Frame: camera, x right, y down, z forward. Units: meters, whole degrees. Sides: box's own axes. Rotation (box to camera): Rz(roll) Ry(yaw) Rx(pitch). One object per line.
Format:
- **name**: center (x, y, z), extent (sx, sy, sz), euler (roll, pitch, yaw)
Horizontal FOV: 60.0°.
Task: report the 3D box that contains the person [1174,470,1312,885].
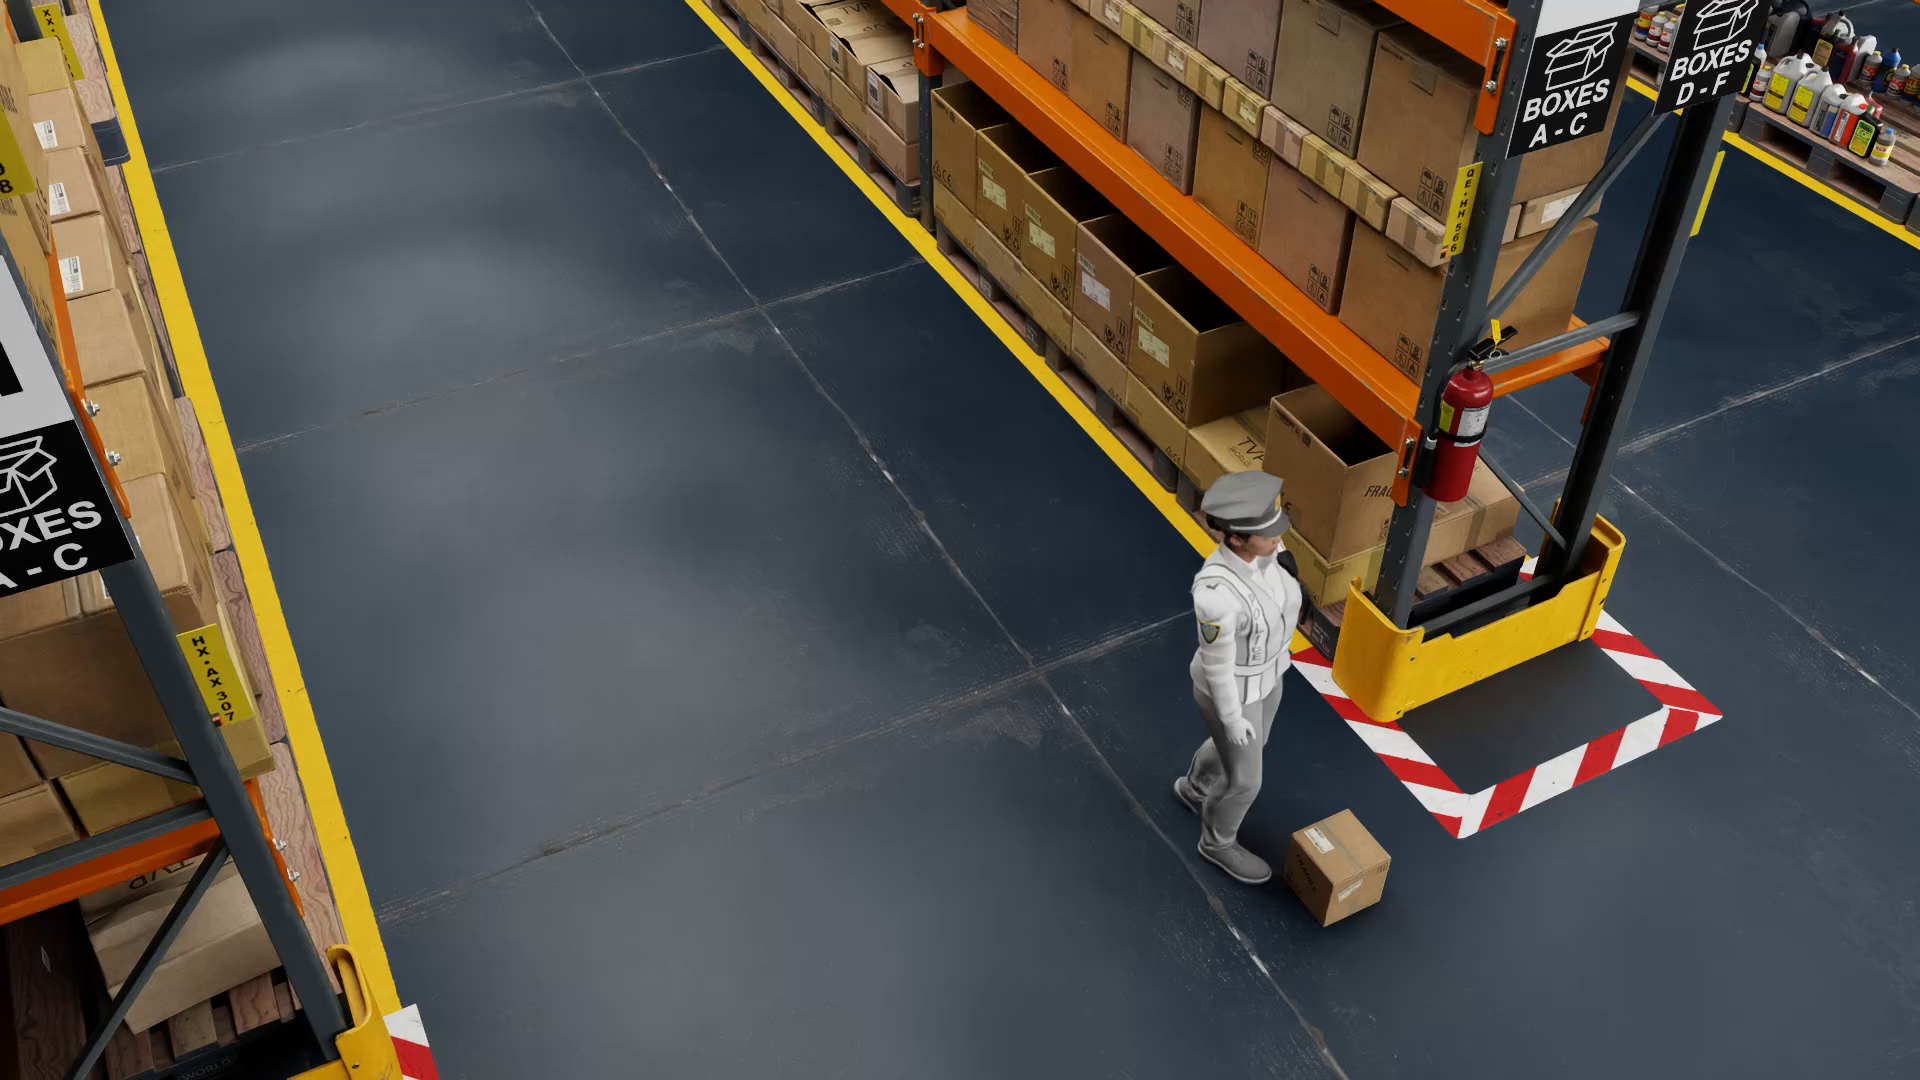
- **person**: center (0.974, 0.501, 5.655), extent (0.484, 1.761, 0.481), euler (24, 47, 25)
